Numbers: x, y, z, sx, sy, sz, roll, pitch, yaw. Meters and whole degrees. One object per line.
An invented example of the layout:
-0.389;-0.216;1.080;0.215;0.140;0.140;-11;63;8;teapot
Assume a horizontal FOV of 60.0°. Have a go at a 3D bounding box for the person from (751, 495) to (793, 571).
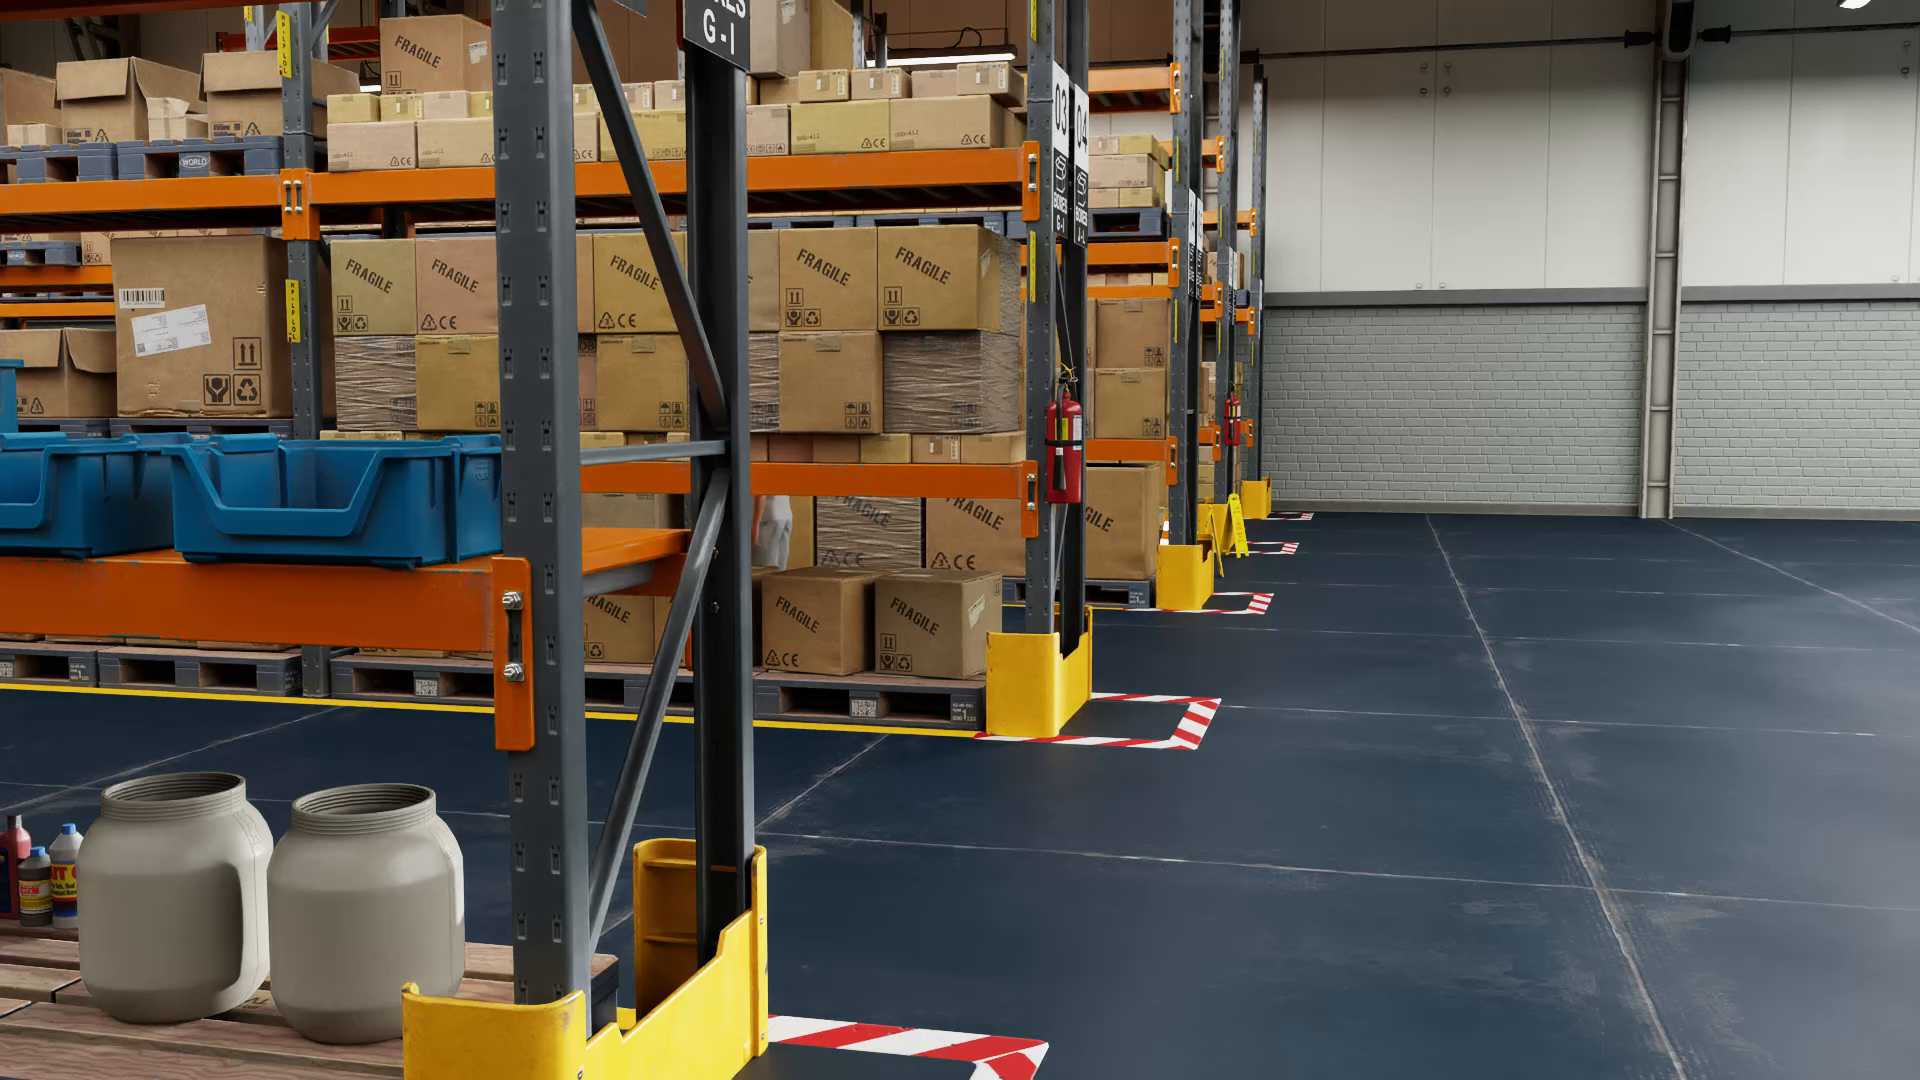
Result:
-1.170;-0.068;10.195;0.374;1.689;0.437;1;5;14;person
